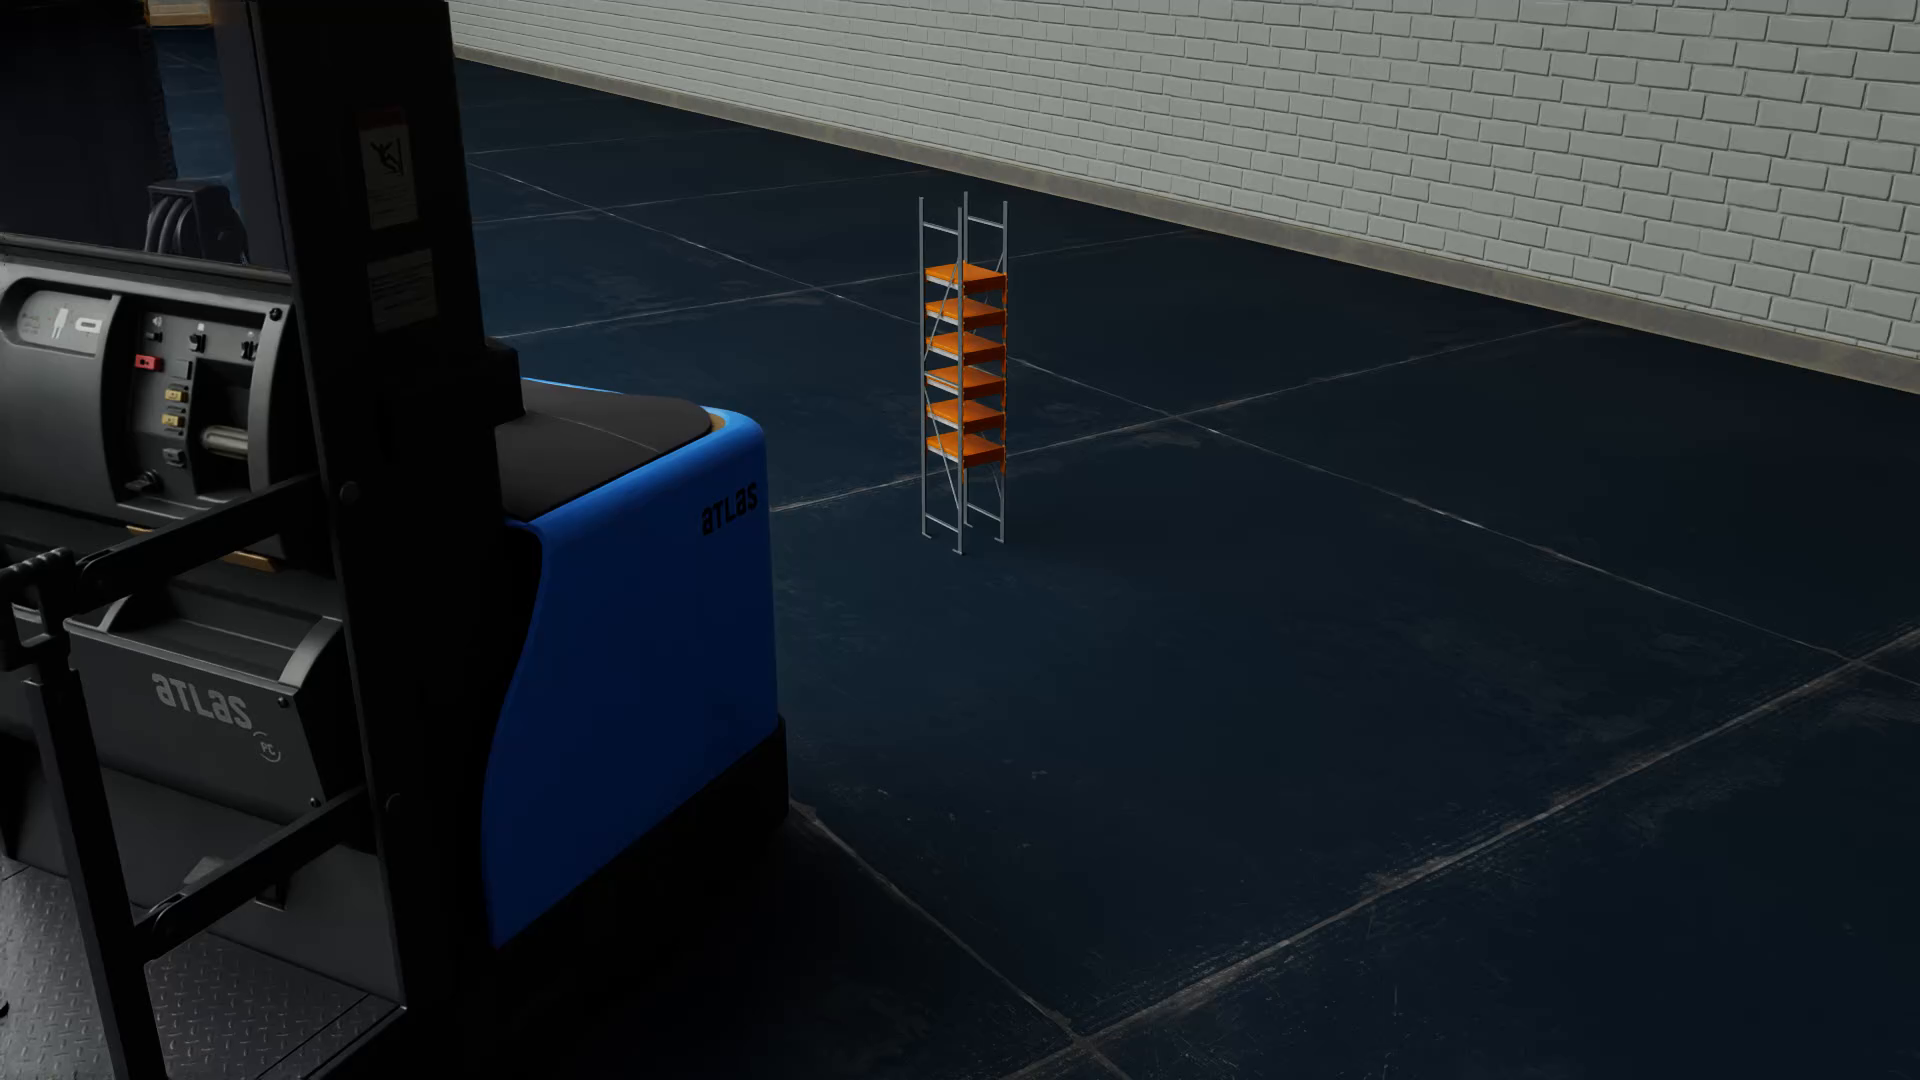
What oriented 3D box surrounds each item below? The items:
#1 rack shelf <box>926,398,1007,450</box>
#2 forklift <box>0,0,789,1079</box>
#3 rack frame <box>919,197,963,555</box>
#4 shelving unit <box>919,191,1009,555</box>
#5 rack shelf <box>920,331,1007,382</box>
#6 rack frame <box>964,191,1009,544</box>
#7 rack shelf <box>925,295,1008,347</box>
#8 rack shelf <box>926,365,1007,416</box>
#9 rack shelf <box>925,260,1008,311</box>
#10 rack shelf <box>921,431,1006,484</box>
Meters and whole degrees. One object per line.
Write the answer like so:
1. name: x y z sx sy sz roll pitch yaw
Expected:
1. rack shelf: 0.012 -0.408 5.743 0.180 0.103 0.258 -15 26 -33
2. forklift: -1.530 -0.237 2.536 1.130 2.935 3.031 11 24 25
3. rack frame: -0.063 -0.541 5.632 0.006 1.200 0.240 -15 26 -33
4. shelving unit: 0.012 -0.560 5.682 0.189 1.200 0.258 -15 26 -33
5. rack shelf: 0.012 -0.631 5.654 0.180 0.103 0.258 -15 26 -33
6. rack frame: 0.086 -0.580 5.731 0.006 1.200 0.240 -15 26 -33
7. rack shelf: 0.012 -0.742 5.609 0.180 0.103 0.258 -15 26 -33
8. rack shelf: 0.012 -0.519 5.698 0.180 0.103 0.258 -15 26 -33
9. rack shelf: 0.012 -0.854 5.565 0.180 0.103 0.258 -15 26 -33
10. rack shelf: 0.012 -0.296 5.787 0.180 0.103 0.258 -15 26 -33
